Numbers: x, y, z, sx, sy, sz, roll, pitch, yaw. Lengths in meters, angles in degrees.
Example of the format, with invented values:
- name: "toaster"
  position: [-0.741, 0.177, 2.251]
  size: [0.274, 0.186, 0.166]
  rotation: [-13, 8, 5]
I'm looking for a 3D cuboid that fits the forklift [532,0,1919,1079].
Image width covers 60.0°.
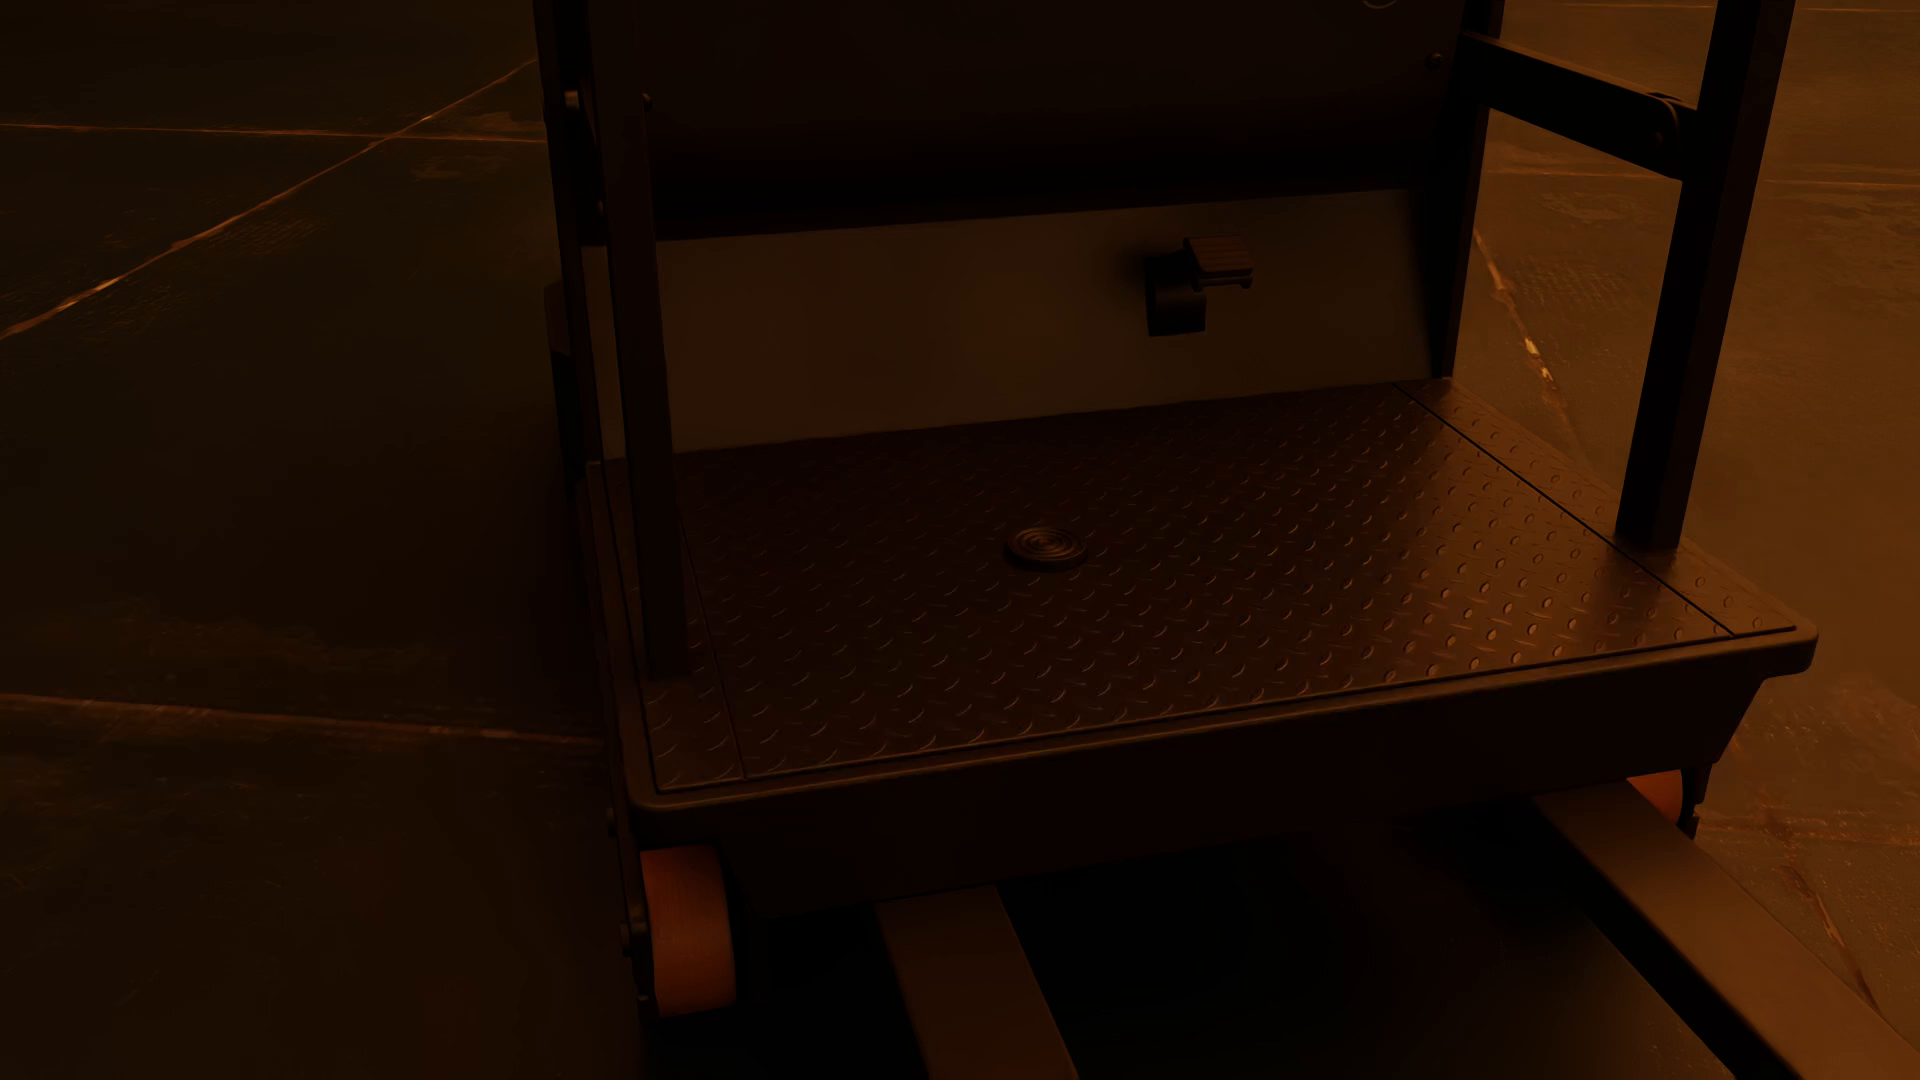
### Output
- name: "forklift"
  position: [0.153, -1.049, 1.319]
  size: [1.130, 2.935, 3.031]
  rotation: [-7, 27, -13]
